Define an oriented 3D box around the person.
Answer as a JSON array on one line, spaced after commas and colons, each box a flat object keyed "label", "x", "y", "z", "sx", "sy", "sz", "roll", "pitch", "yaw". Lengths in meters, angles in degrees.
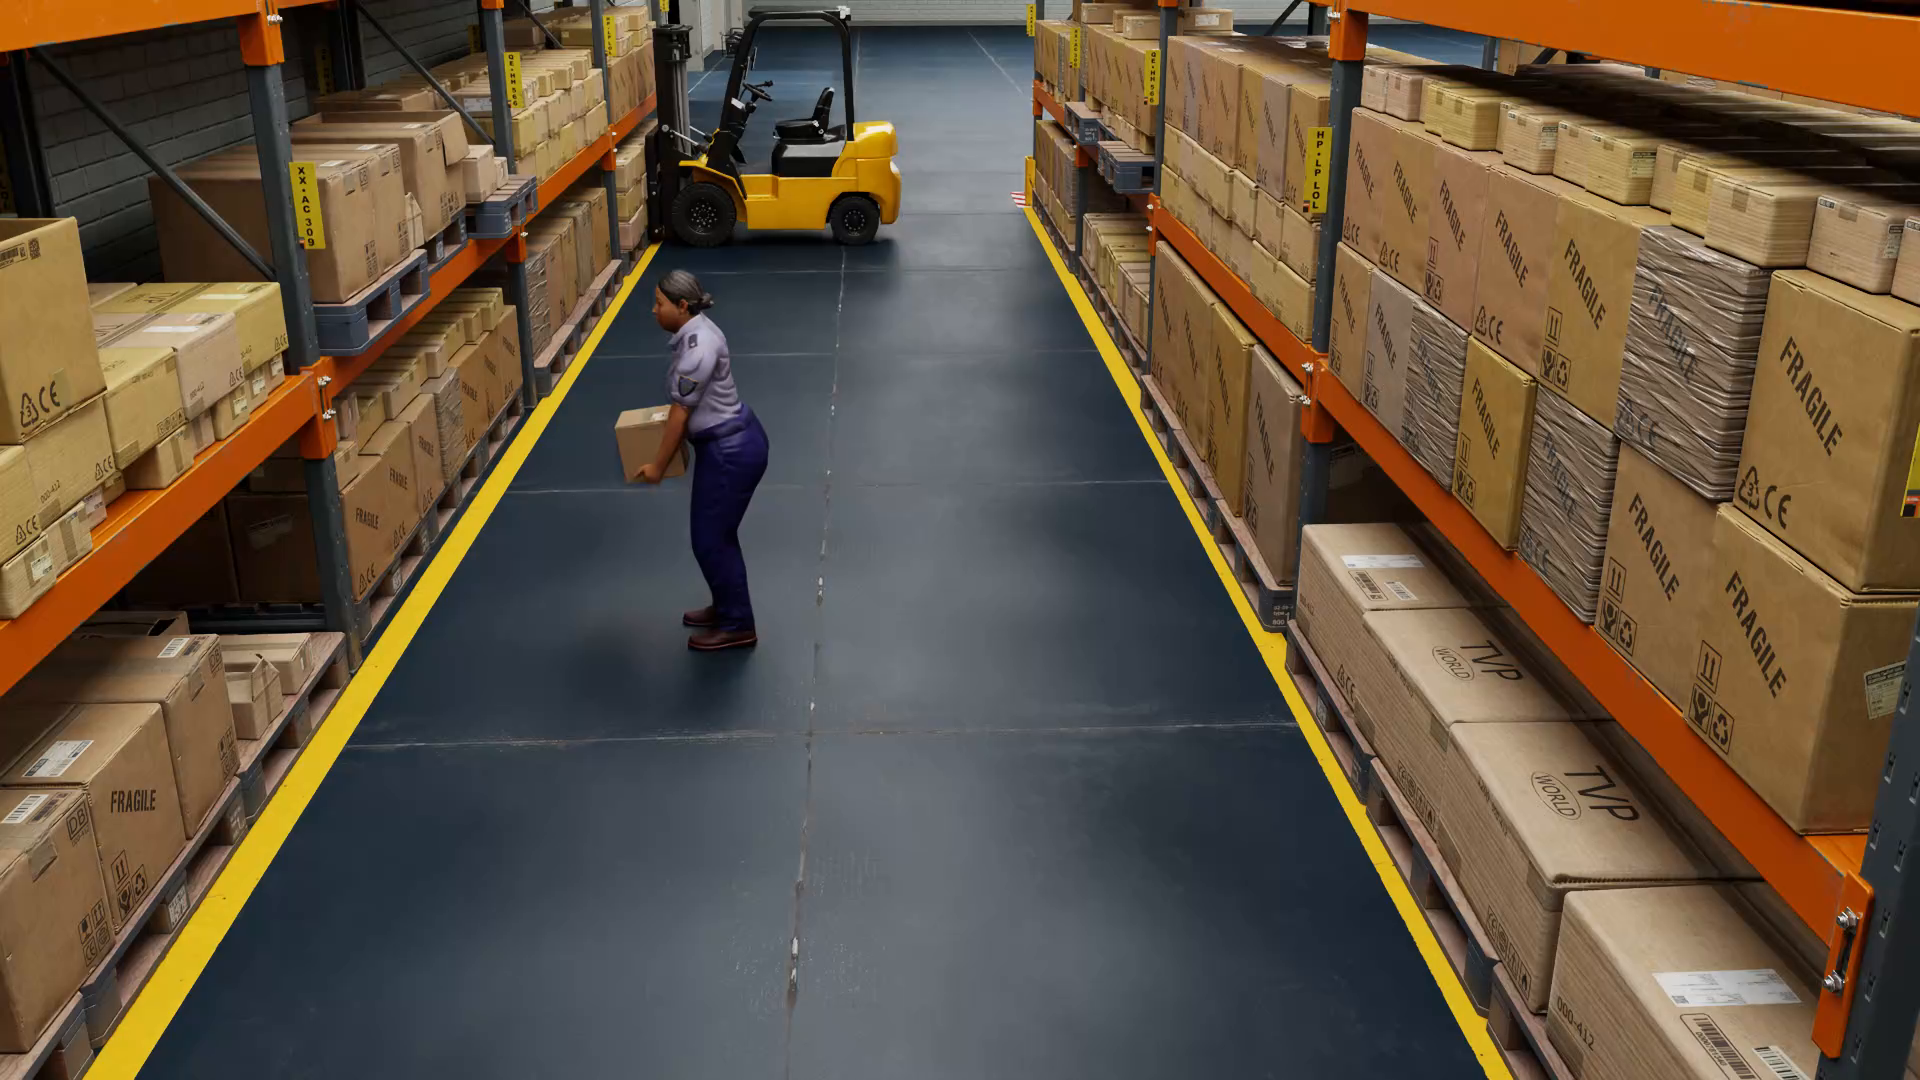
[{"label": "person", "x": -1.093, "y": -0.342, "z": 7.063, "sx": 0.559, "sy": 1.622, "sz": 0.435, "roll": -1, "pitch": 21, "yaw": -4}]
